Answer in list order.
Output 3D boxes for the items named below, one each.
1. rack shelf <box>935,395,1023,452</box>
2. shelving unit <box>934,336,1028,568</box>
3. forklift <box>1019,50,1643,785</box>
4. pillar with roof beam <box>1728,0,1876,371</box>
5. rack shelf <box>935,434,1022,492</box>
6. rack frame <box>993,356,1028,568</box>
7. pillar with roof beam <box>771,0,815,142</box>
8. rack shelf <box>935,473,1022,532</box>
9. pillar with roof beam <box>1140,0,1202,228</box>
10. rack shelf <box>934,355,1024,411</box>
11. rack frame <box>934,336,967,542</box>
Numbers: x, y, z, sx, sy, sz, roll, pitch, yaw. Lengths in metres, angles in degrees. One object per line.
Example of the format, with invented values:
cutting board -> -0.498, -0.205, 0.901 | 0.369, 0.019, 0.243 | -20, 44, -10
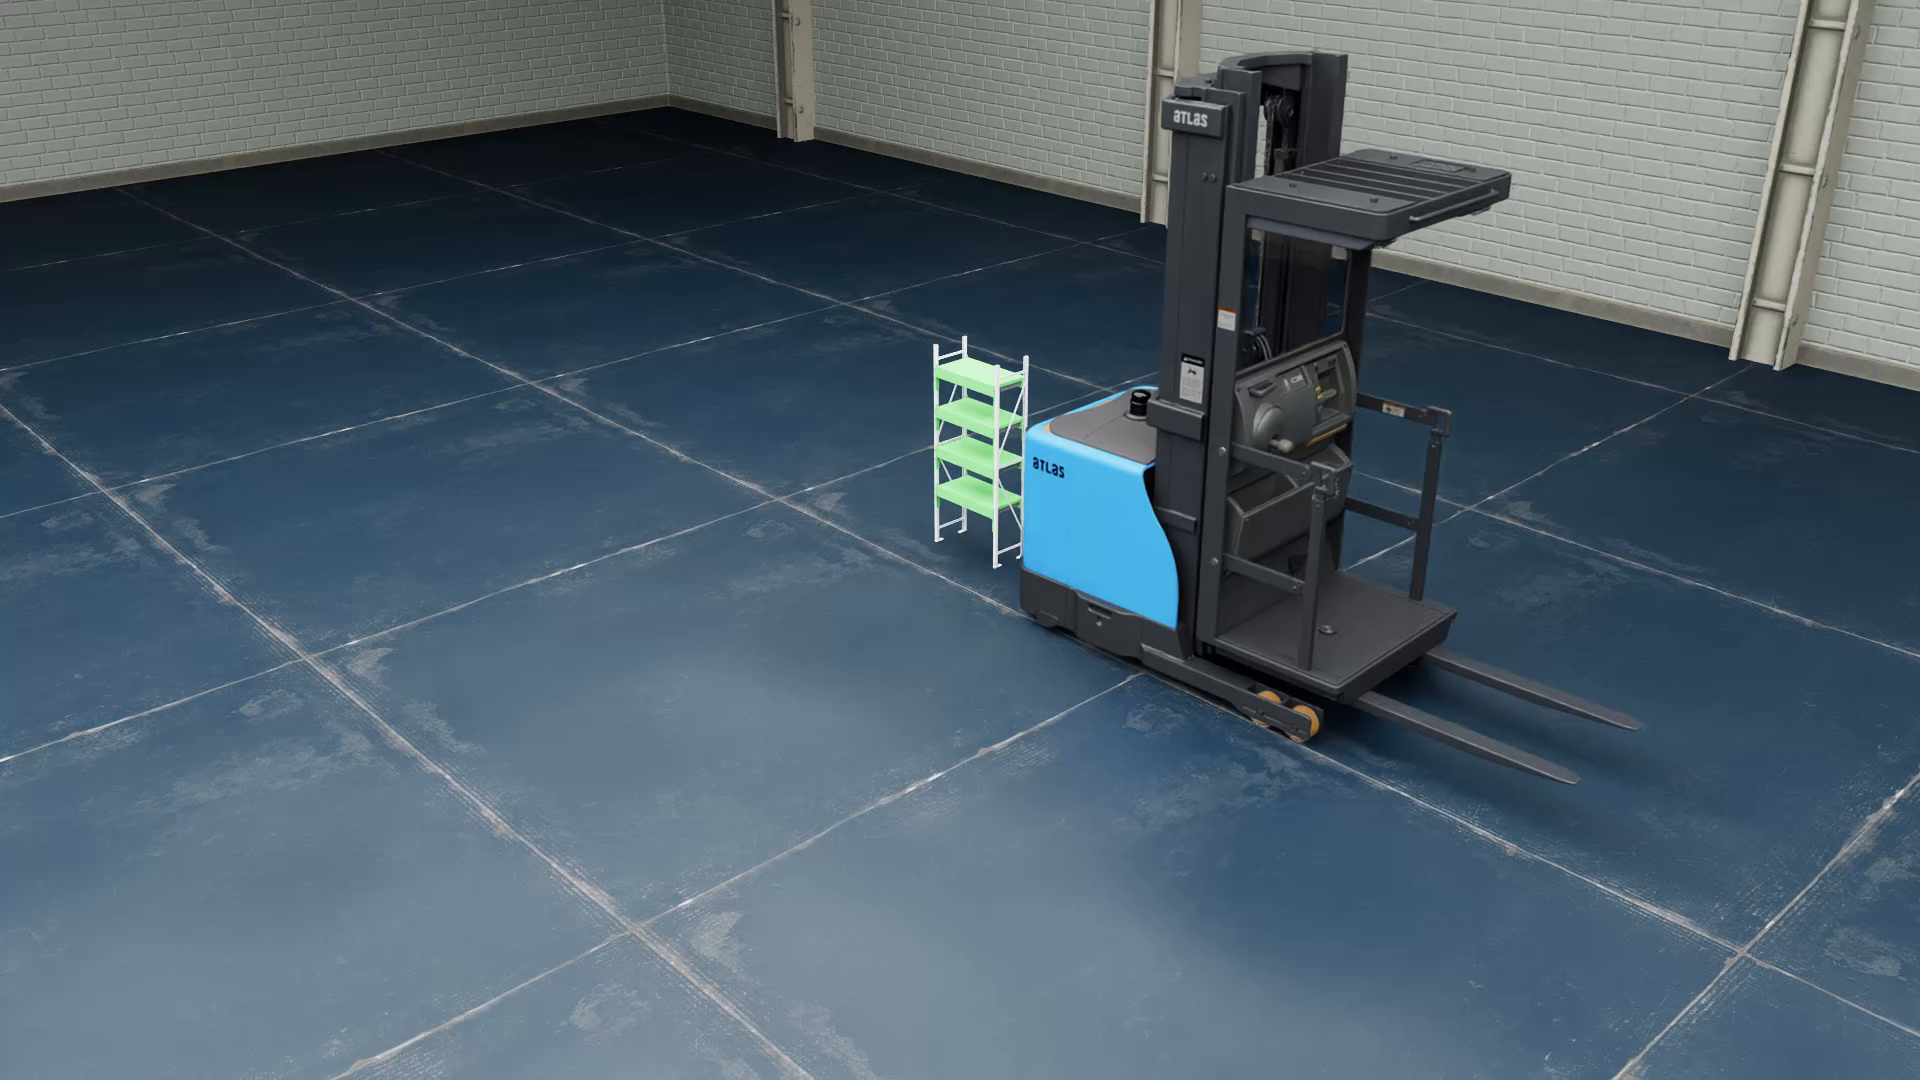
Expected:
rack shelf -> 0.113, -0.656, 9.318 | 0.258, 0.148, 0.480 | -21, 32, -38
shelving unit -> 0.113, -0.496, 9.391 | 0.258, 1.200, 0.503 | -21, 32, -38
forklift -> 1.723, -0.642, 7.626 | 3.031, 2.935, 1.130 | 22, 32, 39
pillar with roof beam -> 3.021, -4.252, 8.229 | 9.100, 9.000, 0.400 | -21, 32, -38
rack shelf -> 0.113, -0.438, 9.418 | 0.258, 0.148, 0.480 | -21, 32, -38
rack frame -> 0.280, -0.422, 9.229 | 0.240, 1.200, 0.015 | -21, 32, -38
pillar with roof beam -> -5.181, -7.888, 16.198 | 9.100, 9.000, 0.400 | -21, 32, -38
rack shelf -> 0.113, -0.219, 9.517 | 0.258, 0.148, 0.480 | -21, 32, -38
pillar with roof beam -> -1.080, -6.070, 12.213 | 9.100, 9.000, 0.400 | -21, 32, -38
rack shelf -> 0.113, -0.874, 9.218 | 0.258, 0.148, 0.480 | -21, 32, -38
rack frame -> -0.054, -0.570, 9.553 | 0.240, 1.200, 0.015 | -21, 32, -38
